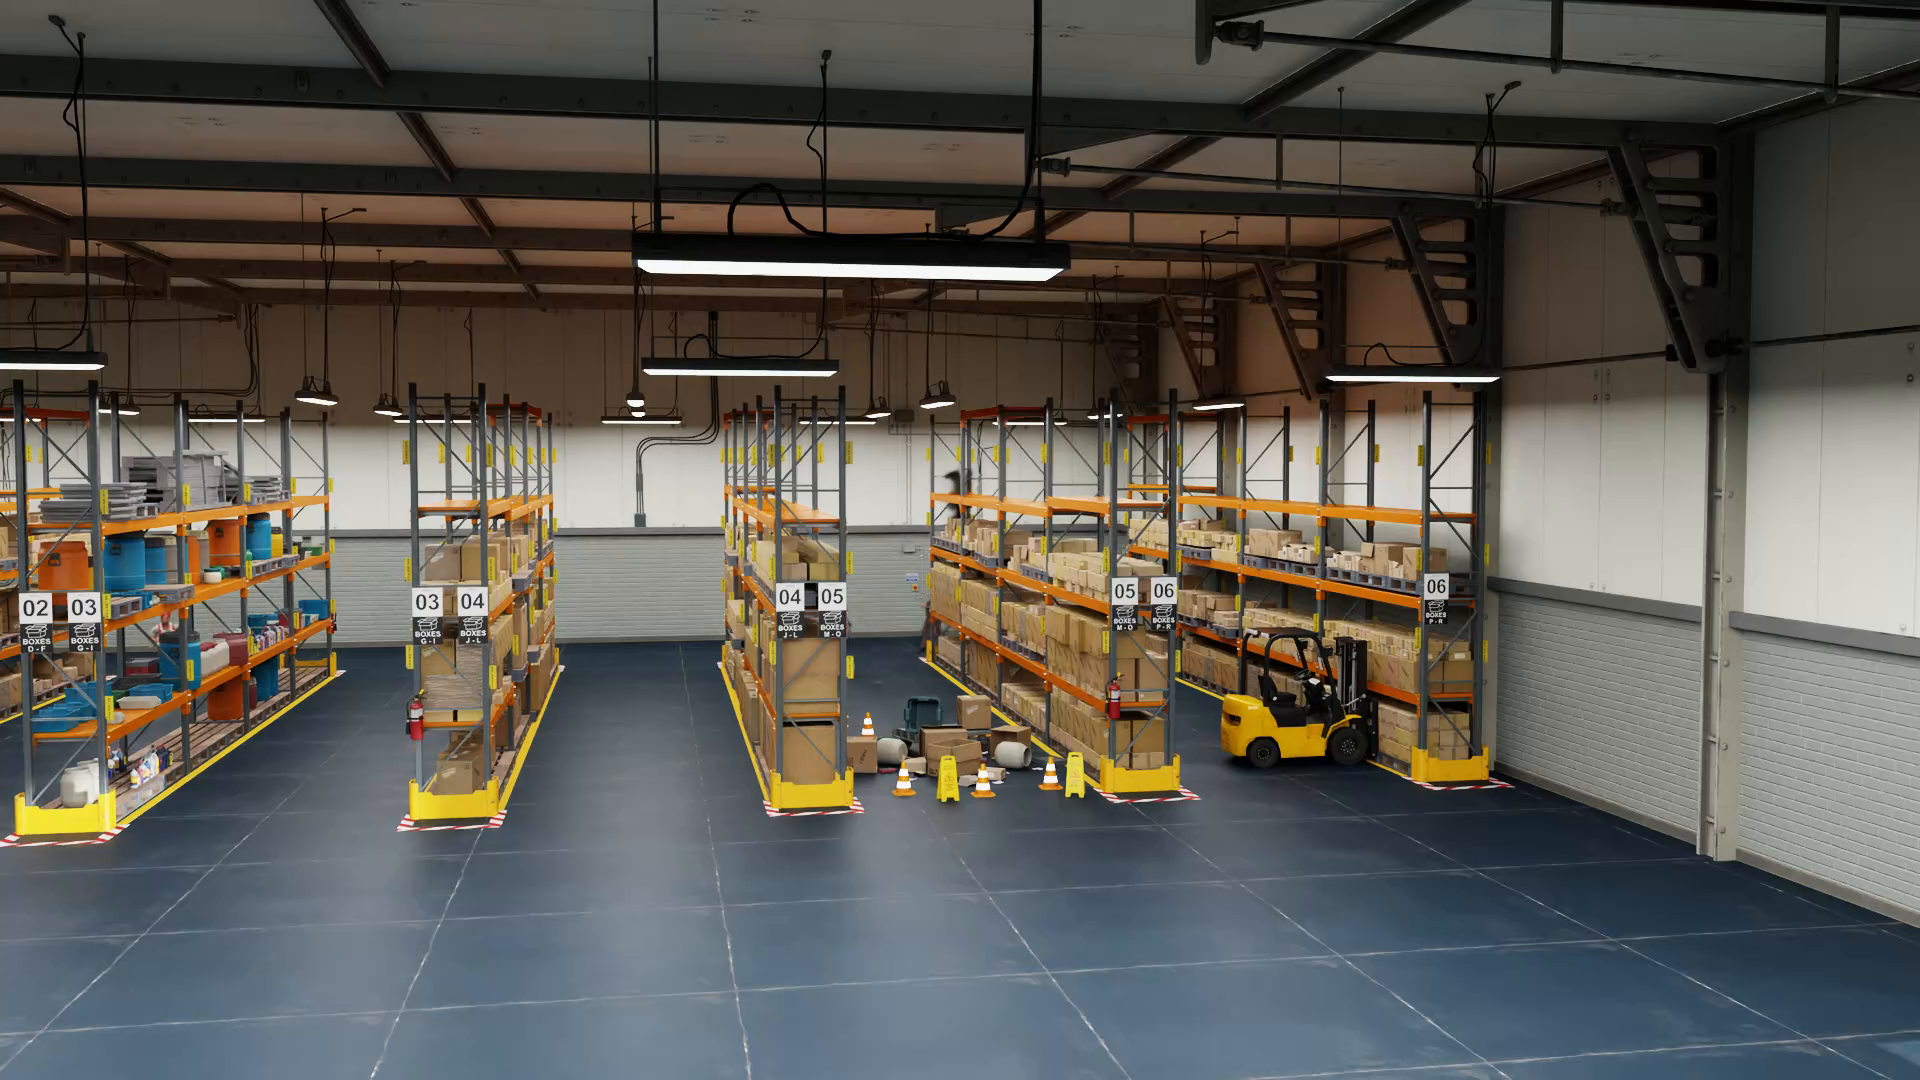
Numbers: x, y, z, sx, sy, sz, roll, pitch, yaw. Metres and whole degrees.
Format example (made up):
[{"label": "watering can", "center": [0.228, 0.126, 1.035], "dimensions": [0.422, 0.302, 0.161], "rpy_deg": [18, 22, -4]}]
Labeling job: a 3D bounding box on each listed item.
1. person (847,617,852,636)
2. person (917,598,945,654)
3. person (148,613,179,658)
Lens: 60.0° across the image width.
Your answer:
[{"label": "person", "center": [-2.839, 2.254, 38.728], "dimensions": [0.520, 1.562, 0.571], "rpy_deg": [-1, 3, -27]}, {"label": "person", "center": [-0.668, 2.000, 42.063], "dimensions": [0.839, 1.765, 0.651], "rpy_deg": [-1, 3, -22]}, {"label": "person", "center": [-16.751, 2.360, 35.087], "dimensions": [0.659, 1.739, 0.824], "rpy_deg": [-1, 3, -24]}]
